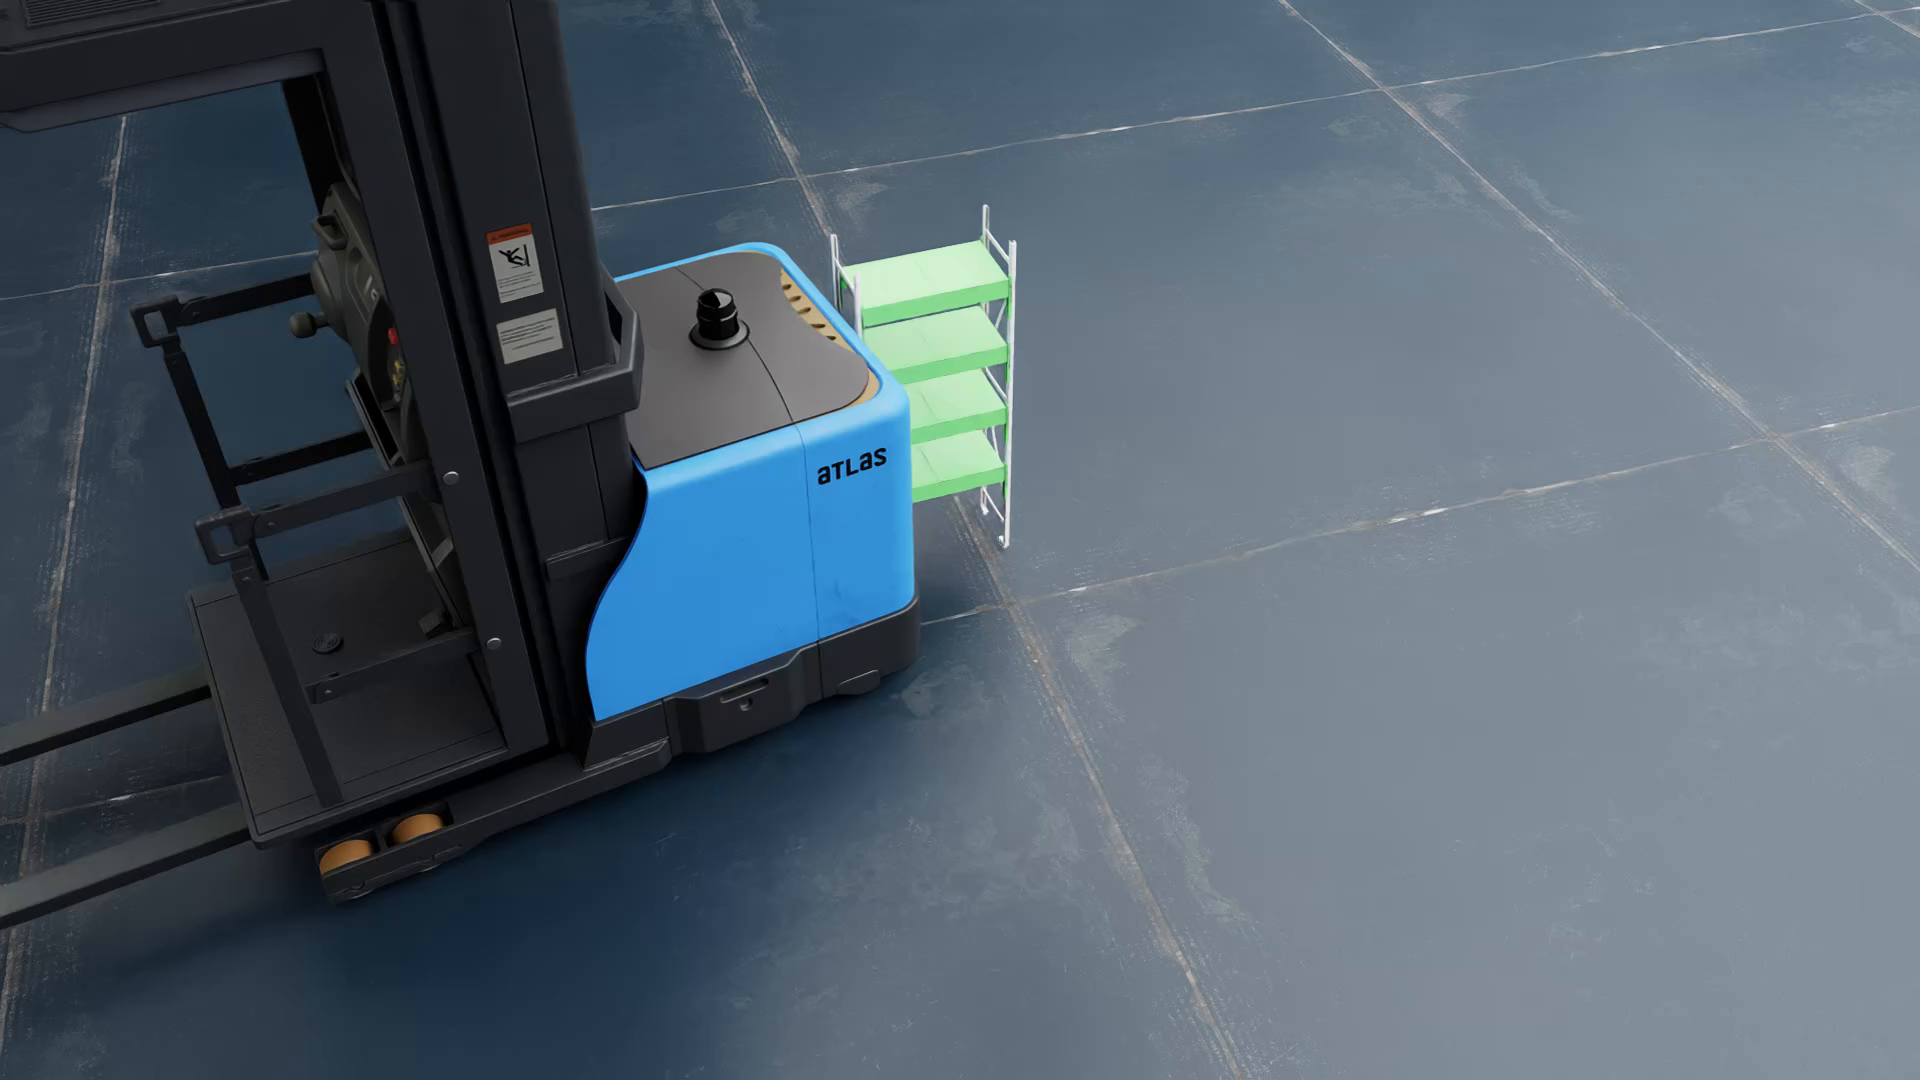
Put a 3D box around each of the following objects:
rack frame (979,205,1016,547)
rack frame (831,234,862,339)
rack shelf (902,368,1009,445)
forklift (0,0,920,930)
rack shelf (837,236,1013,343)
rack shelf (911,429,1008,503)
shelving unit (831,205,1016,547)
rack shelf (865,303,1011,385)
[{"bbox_3d":[0.118,-0.502,5.412,0.015,1.200,0.240,-14,43,-15],"label":"rack frame"},{"bbox_3d":[-0.338,-0.388,5.282,0.015,1.200,0.240,-14,43,-15],"label":"rack frame"},{"bbox_3d":[-0.110,-0.396,5.389,0.480,0.148,0.258,-14,43,-15],"label":"rack shelf"},{"bbox_3d":[-1.669,-0.510,4.106,3.031,2.935,1.130,-20,45,-21],"label":"forklift"},{"bbox_3d":[-0.110,-0.758,5.073,0.480,0.148,0.258,-14,43,-15],"label":"rack shelf"},{"bbox_3d":[-0.110,-0.216,5.547,0.480,0.148,0.258,-14,43,-15],"label":"rack shelf"},{"bbox_3d":[-0.110,-0.445,5.347,0.503,1.200,0.258,-14,43,-15],"label":"shelving unit"},{"bbox_3d":[-0.110,-0.577,5.231,0.480,0.148,0.258,-14,43,-15],"label":"rack shelf"}]
